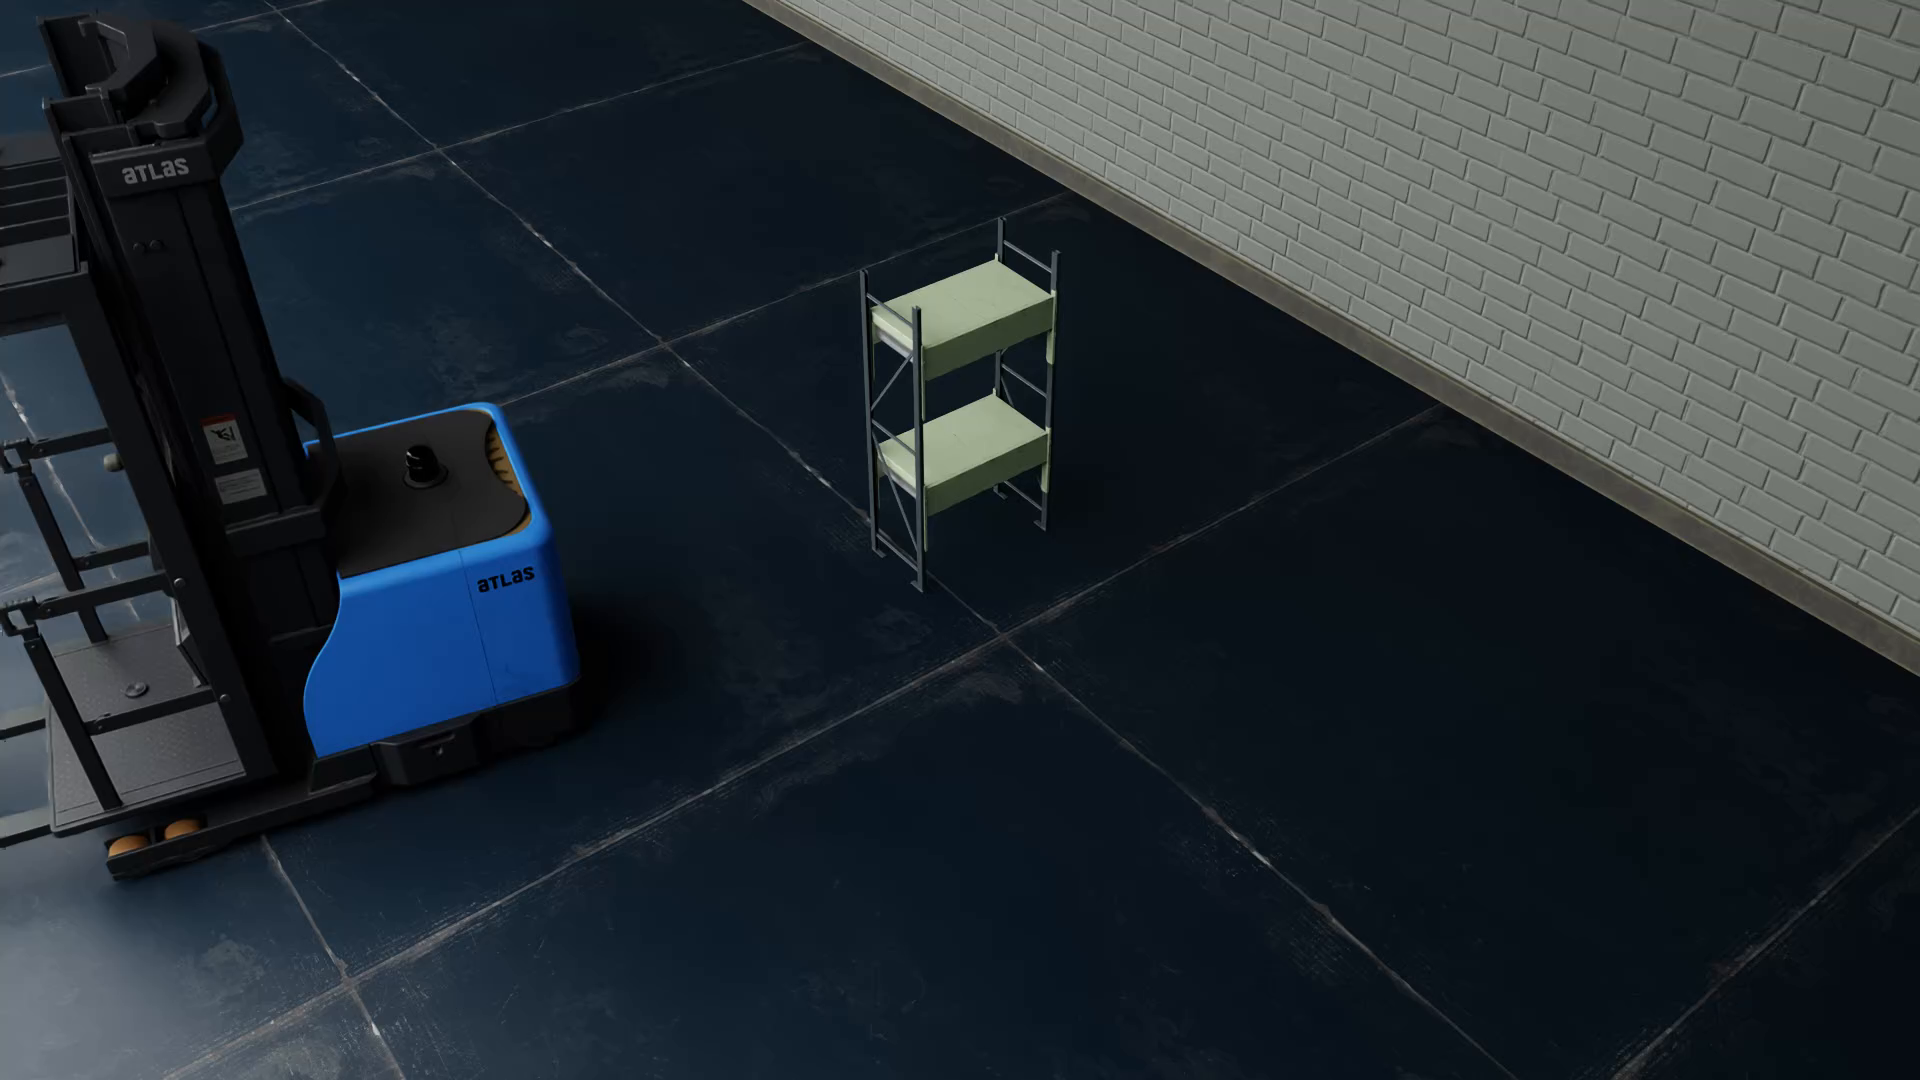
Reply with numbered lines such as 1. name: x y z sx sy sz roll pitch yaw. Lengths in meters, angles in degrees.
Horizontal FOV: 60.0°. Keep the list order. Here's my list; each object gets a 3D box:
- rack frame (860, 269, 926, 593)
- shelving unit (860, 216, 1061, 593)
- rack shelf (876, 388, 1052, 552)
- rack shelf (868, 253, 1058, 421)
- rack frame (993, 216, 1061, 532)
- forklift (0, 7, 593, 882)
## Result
1. rack frame: -0.285 -0.441 7.239 0.023 1.500 0.400 -26 46 -28
2. shelving unit: 0.005 -0.582 7.411 0.755 1.500 0.431 -26 46 -28
3. rack shelf: 0.005 -0.330 7.618 0.720 0.370 0.431 -26 46 -28
4. rack shelf: 0.005 -0.884 7.163 0.720 0.370 0.431 -26 46 -28
5. rack frame: 0.295 -0.724 7.583 0.023 1.500 0.400 -26 46 -28
6. forklift: -3.086 -0.232 5.855 3.031 2.935 1.130 -16 42 -19
